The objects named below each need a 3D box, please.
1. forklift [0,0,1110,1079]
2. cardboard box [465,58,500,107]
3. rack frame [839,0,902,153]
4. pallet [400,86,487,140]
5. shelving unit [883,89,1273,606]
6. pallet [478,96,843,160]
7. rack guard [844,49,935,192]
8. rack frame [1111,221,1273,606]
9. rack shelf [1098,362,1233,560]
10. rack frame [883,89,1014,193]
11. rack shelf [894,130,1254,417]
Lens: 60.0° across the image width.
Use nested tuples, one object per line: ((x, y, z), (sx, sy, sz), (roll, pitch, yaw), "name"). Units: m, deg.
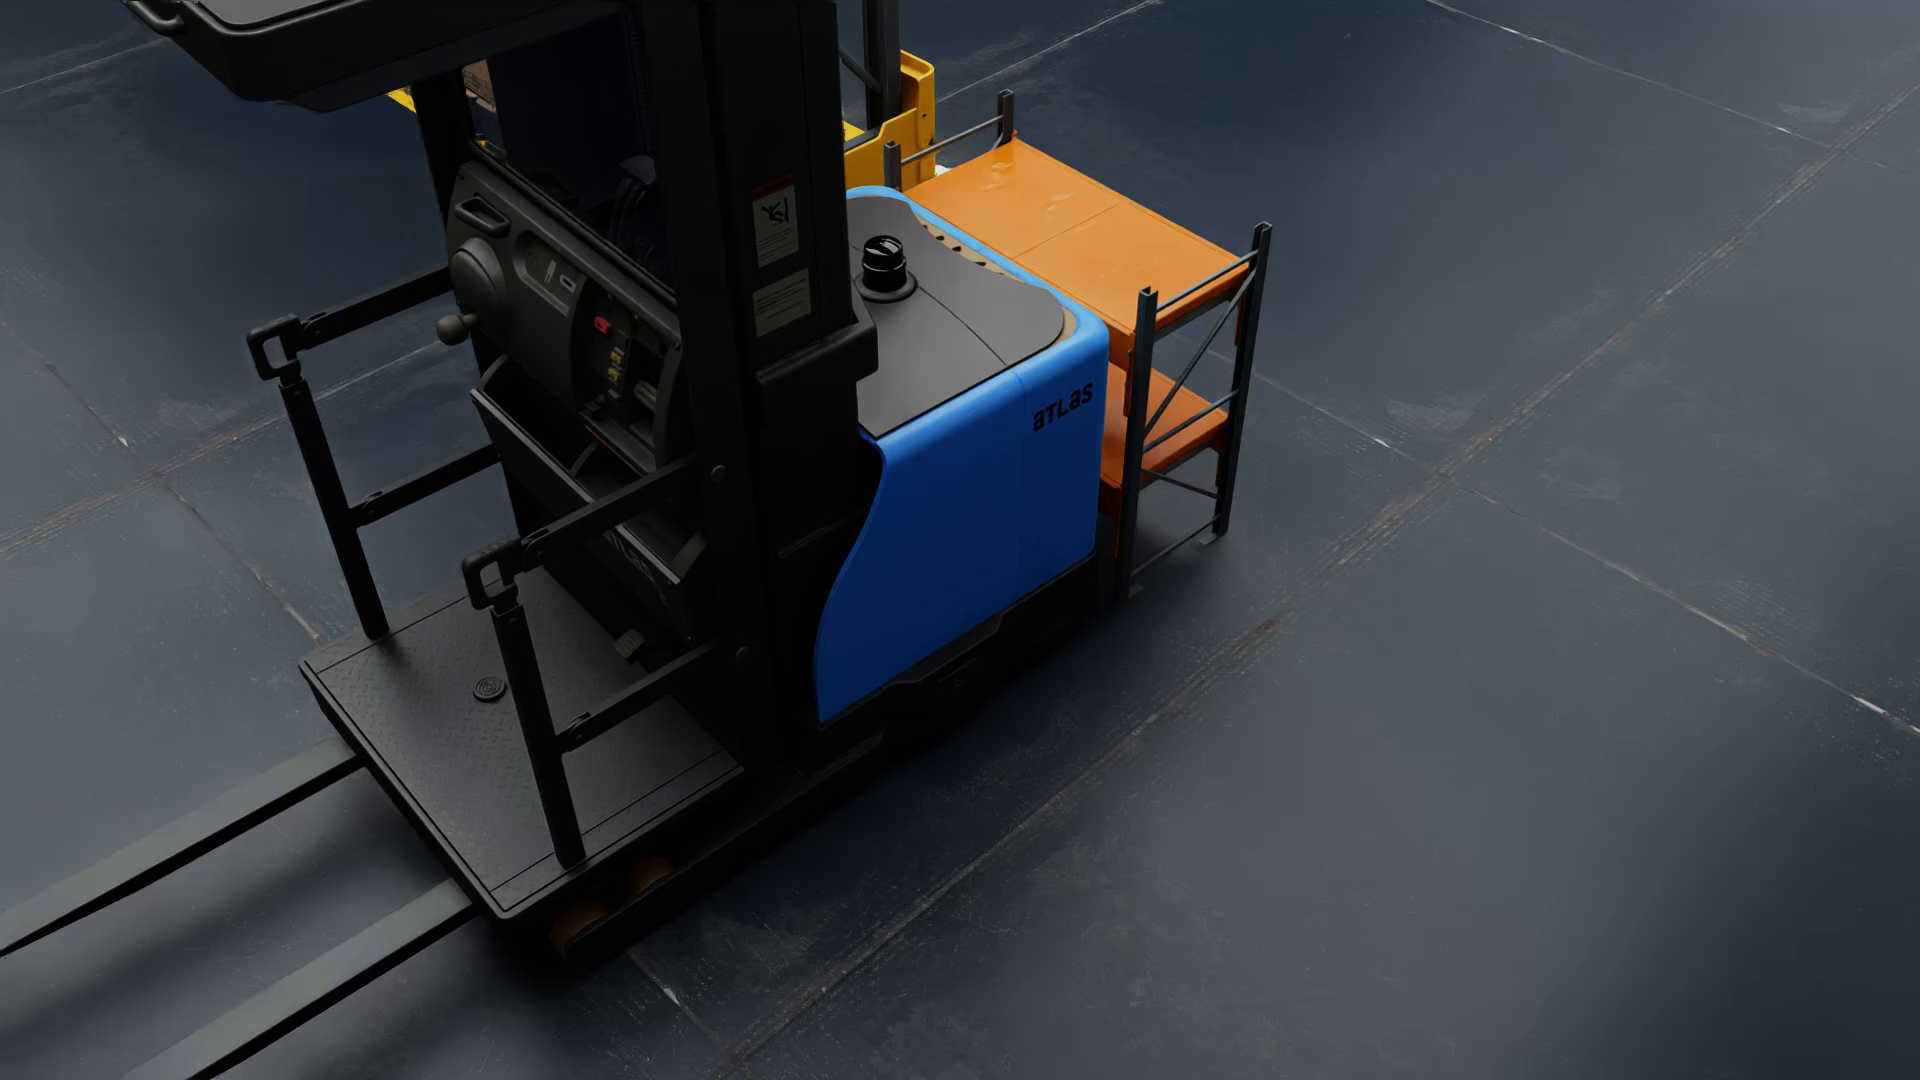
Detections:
((-1.038, -0.433, 3.559), (3.031, 2.935, 1.130), (-31, 51, -29), "forklift")
((-1.816, -2.310, 7.118), (0.875, 0.438, 0.875), (-33, 52, -30), "cardboard box")
((-0.626, -2.392, 5.628), (1.000, 3.000, 0.127), (-34, 53, -31), "rack frame")
((-2.104, -2.301, 7.584), (1.003, 0.211, 1.213), (-34, 53, -31), "pallet")
((0.313, -0.590, 5.059), (0.538, 1.125, 1.048), (-32, 51, -30), "shelving unit")
((-1.247, -1.714, 6.950), (1.003, 0.211, 1.213), (-34, 53, -31), "pallet")
((-0.610, -1.462, 6.464), (1.175, 0.500, 0.348), (-34, 53, -31), "rack guard")
((0.655, -0.335, 4.783), (0.500, 1.125, 0.032), (-32, 51, -30), "rack frame")
((0.313, -0.410, 5.225), (0.538, 0.278, 1.000), (-32, 51, -30), "rack shelf")
((-0.029, -0.845, 5.335), (0.500, 1.125, 0.032), (-32, 51, -30), "rack frame")
((0.313, -0.805, 4.861), (0.538, 0.278, 1.000), (-32, 51, -30), "rack shelf")
